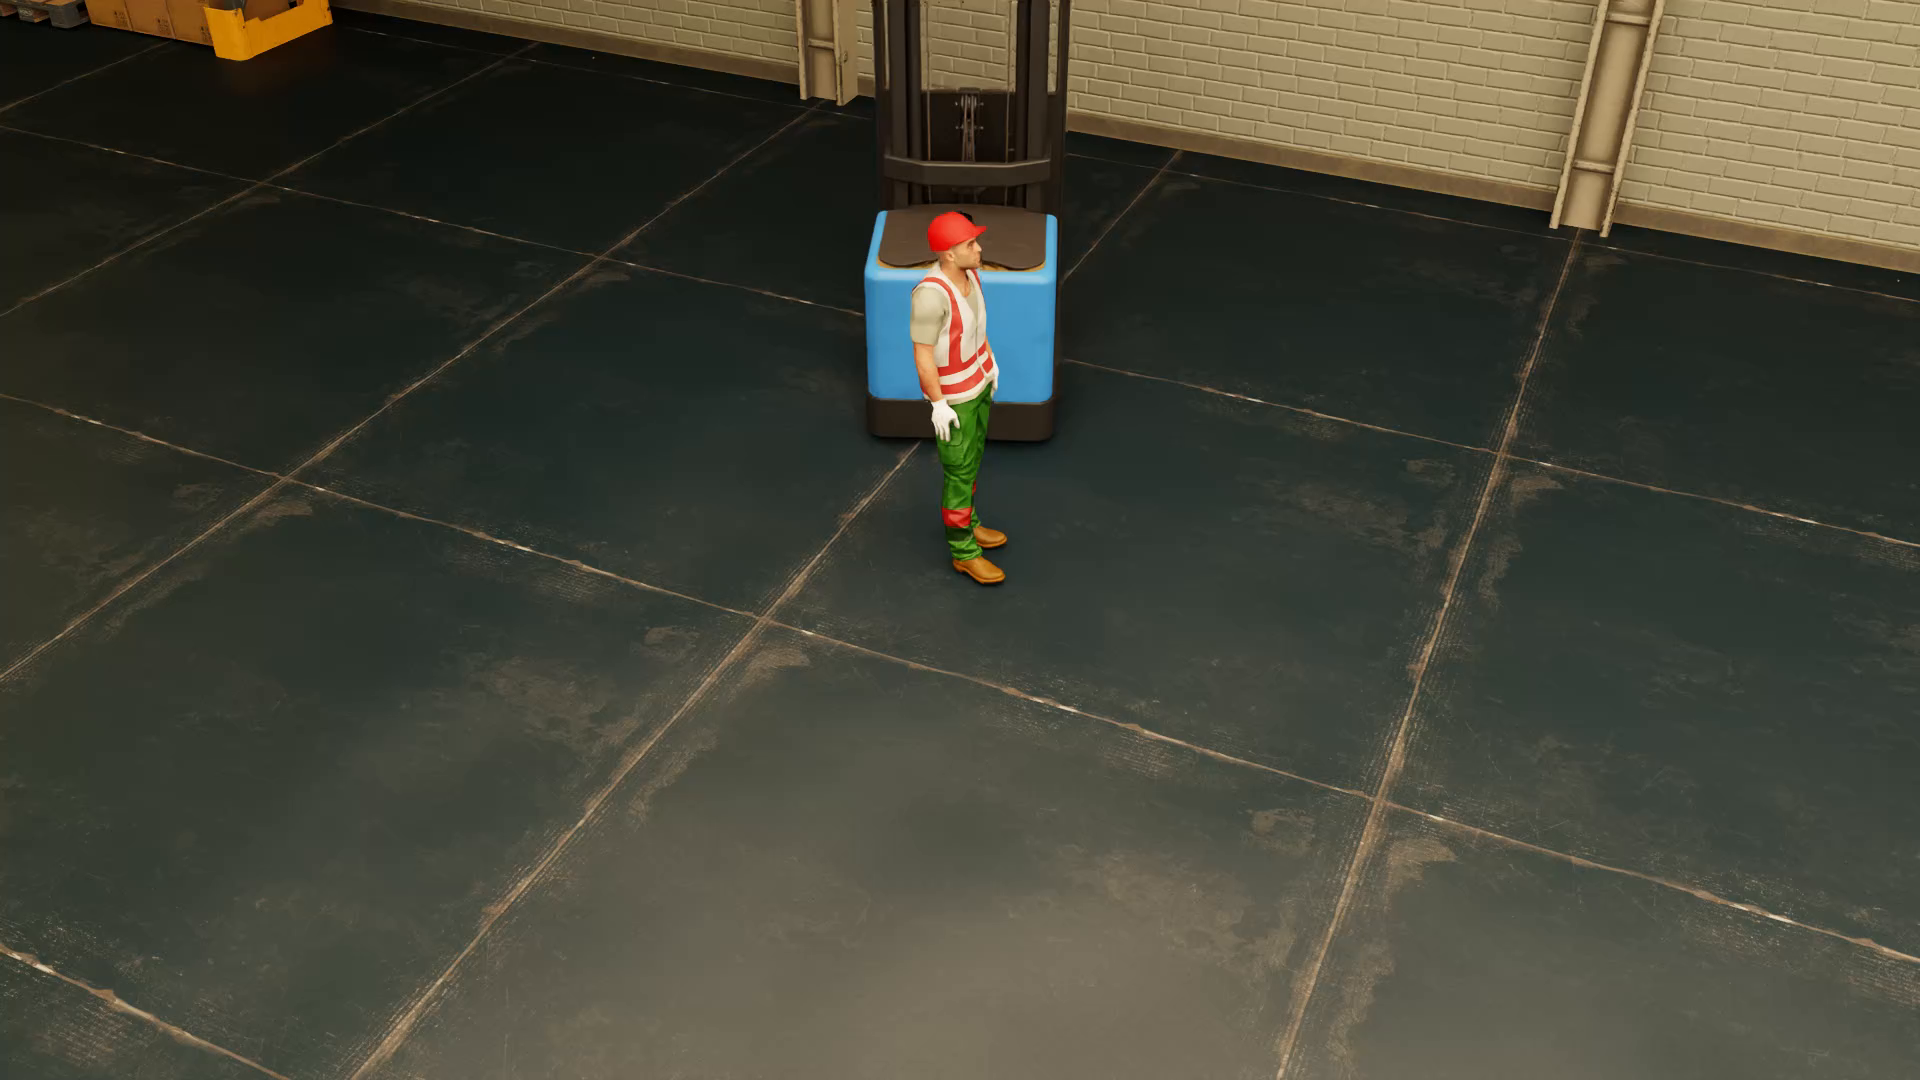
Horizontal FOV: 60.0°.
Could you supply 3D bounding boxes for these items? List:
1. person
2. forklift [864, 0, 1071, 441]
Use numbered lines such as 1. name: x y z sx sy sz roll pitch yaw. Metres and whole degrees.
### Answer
1. person: 0.069 -0.709 8.052 0.561 1.790 0.638 15 38 20
2. forklift: 0.077 -2.576 9.698 1.130 2.935 3.031 2 36 3
